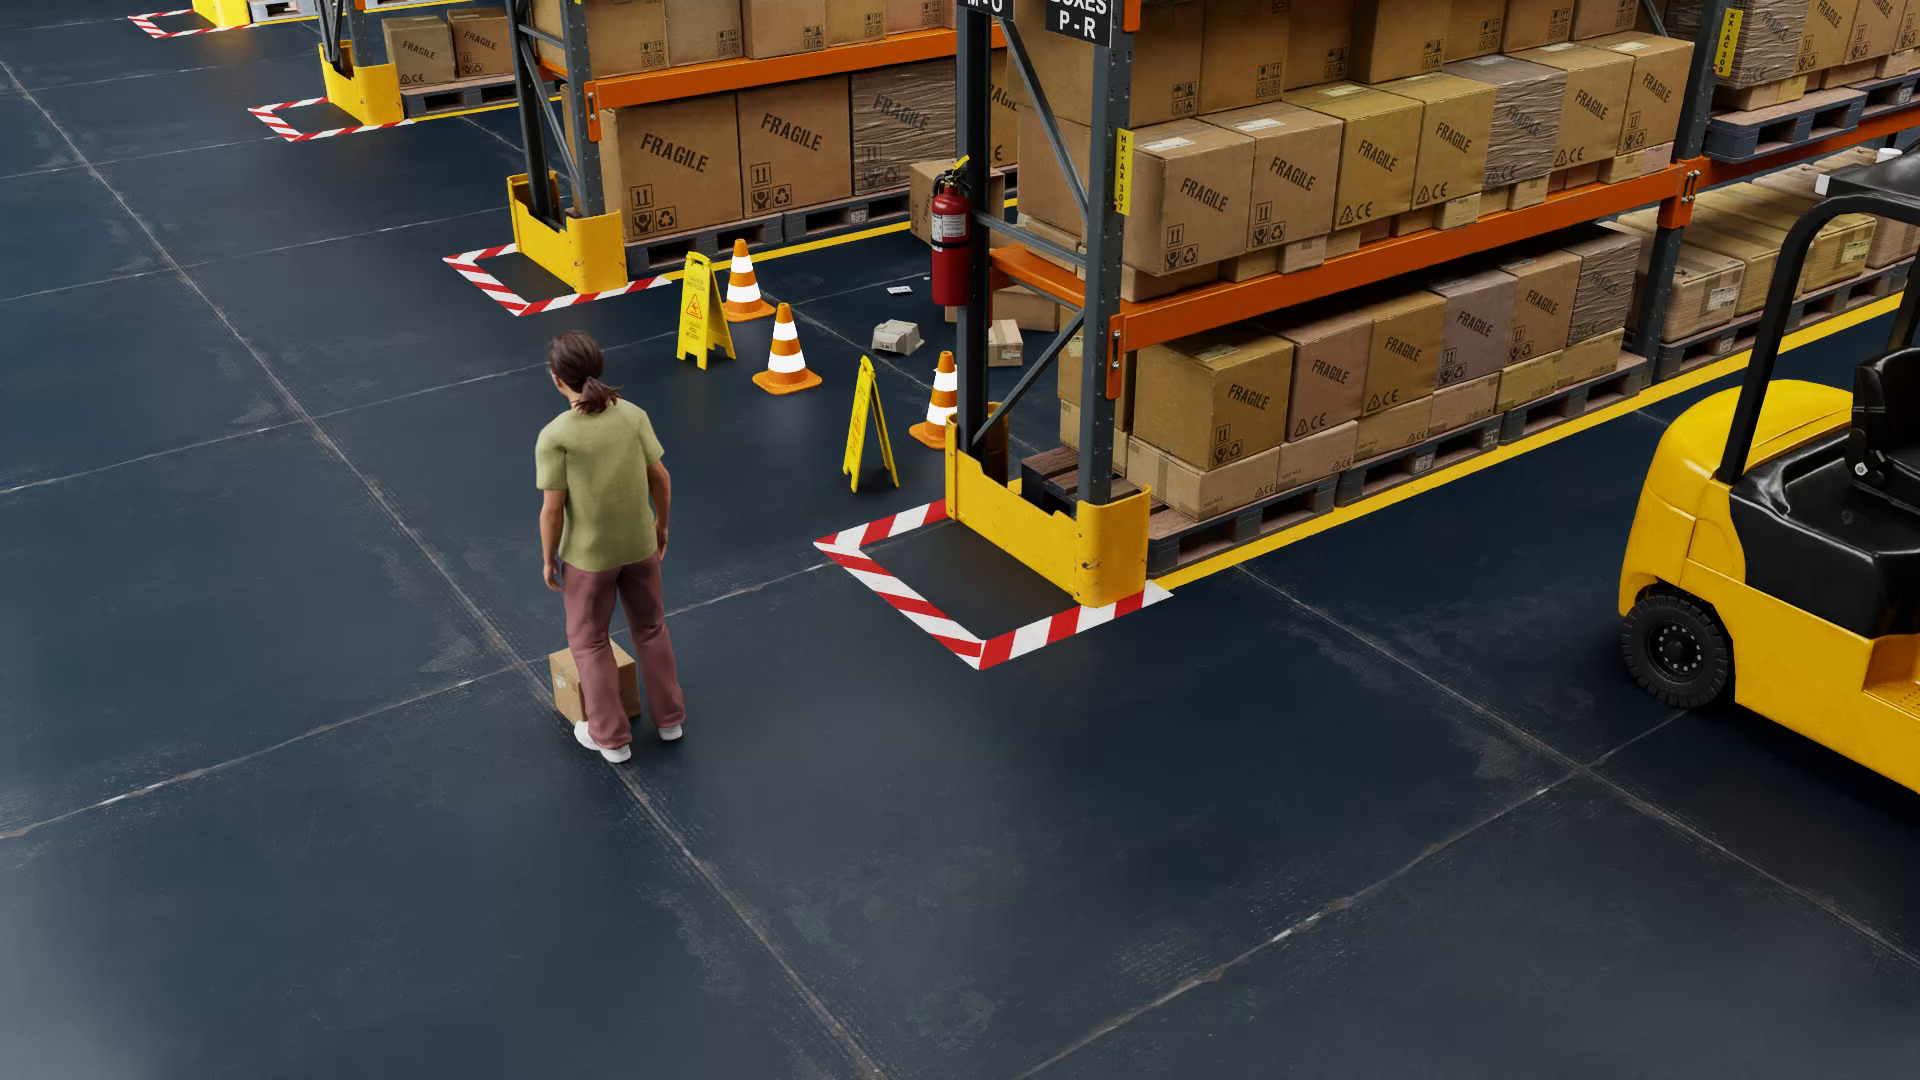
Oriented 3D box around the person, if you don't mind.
[{"bbox_3d":[-1.286,0.142,6.111,0.499,1.438,0.356,-19,34,-30],"label":"person"}]
